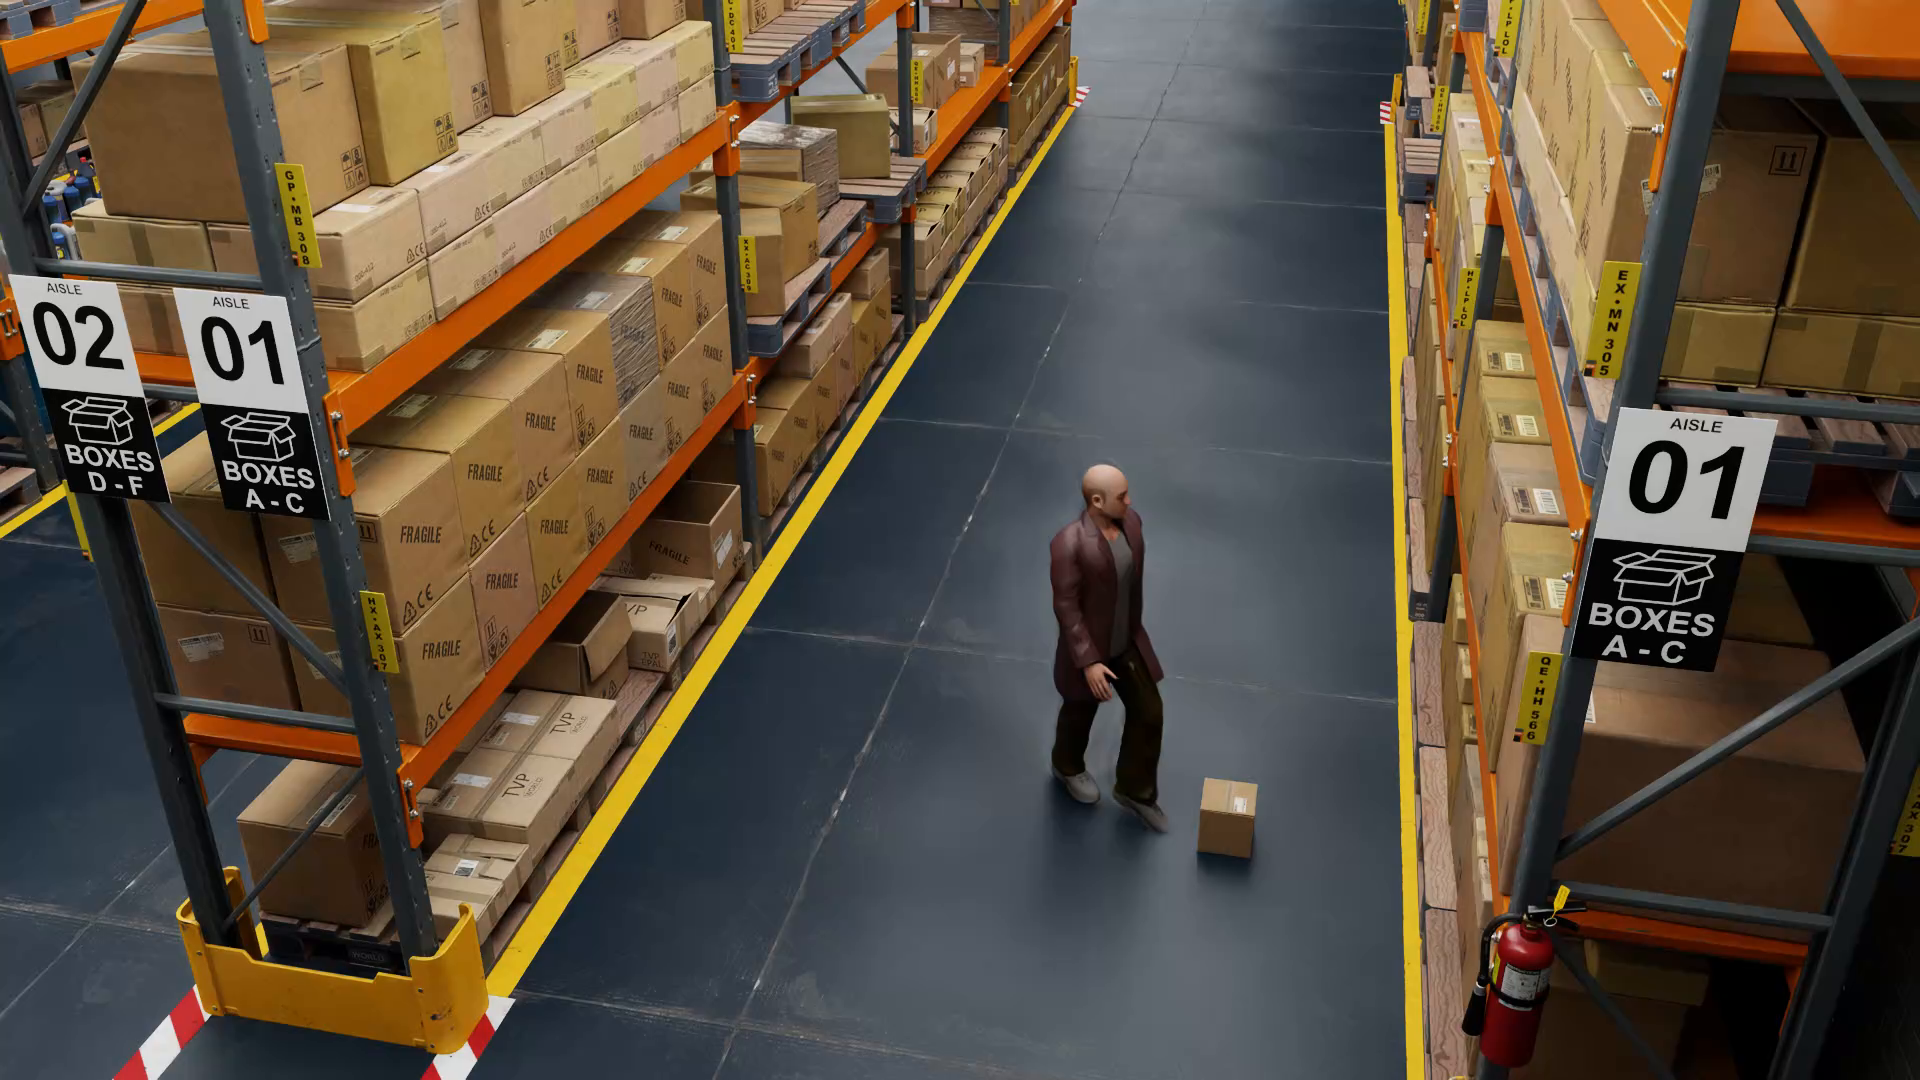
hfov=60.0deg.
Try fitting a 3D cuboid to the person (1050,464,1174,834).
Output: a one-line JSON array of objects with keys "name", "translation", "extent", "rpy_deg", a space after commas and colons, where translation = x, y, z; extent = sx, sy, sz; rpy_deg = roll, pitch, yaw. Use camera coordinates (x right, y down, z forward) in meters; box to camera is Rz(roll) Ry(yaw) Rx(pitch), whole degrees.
[{"name": "person", "translation": [0.692, 0.528, 7.688], "extent": [0.598, 1.832, 0.695], "rpy_deg": [-17, 33, -28]}]
